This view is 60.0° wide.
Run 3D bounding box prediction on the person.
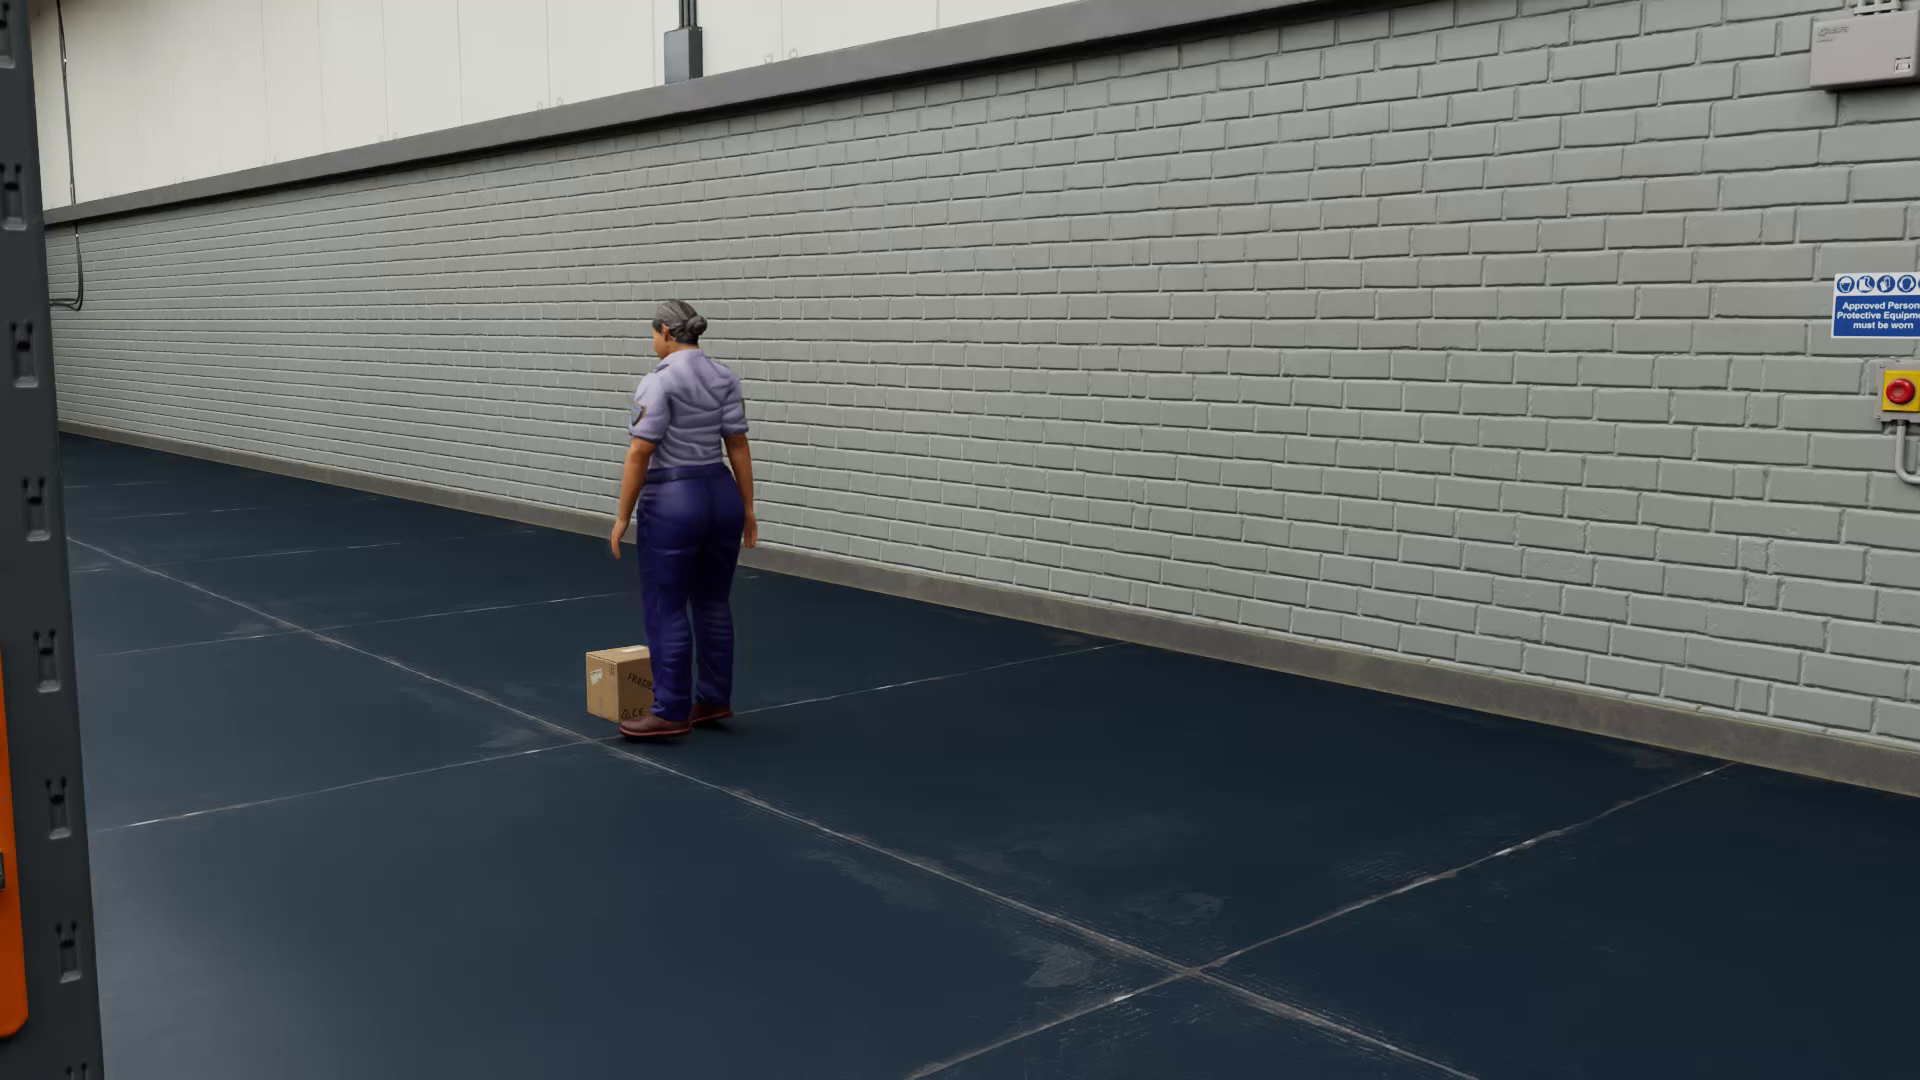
[{"bbox_3d":[-1.076,-0.066,6.306,0.420,1.673,0.561,6,10,39],"label":"person"}]
